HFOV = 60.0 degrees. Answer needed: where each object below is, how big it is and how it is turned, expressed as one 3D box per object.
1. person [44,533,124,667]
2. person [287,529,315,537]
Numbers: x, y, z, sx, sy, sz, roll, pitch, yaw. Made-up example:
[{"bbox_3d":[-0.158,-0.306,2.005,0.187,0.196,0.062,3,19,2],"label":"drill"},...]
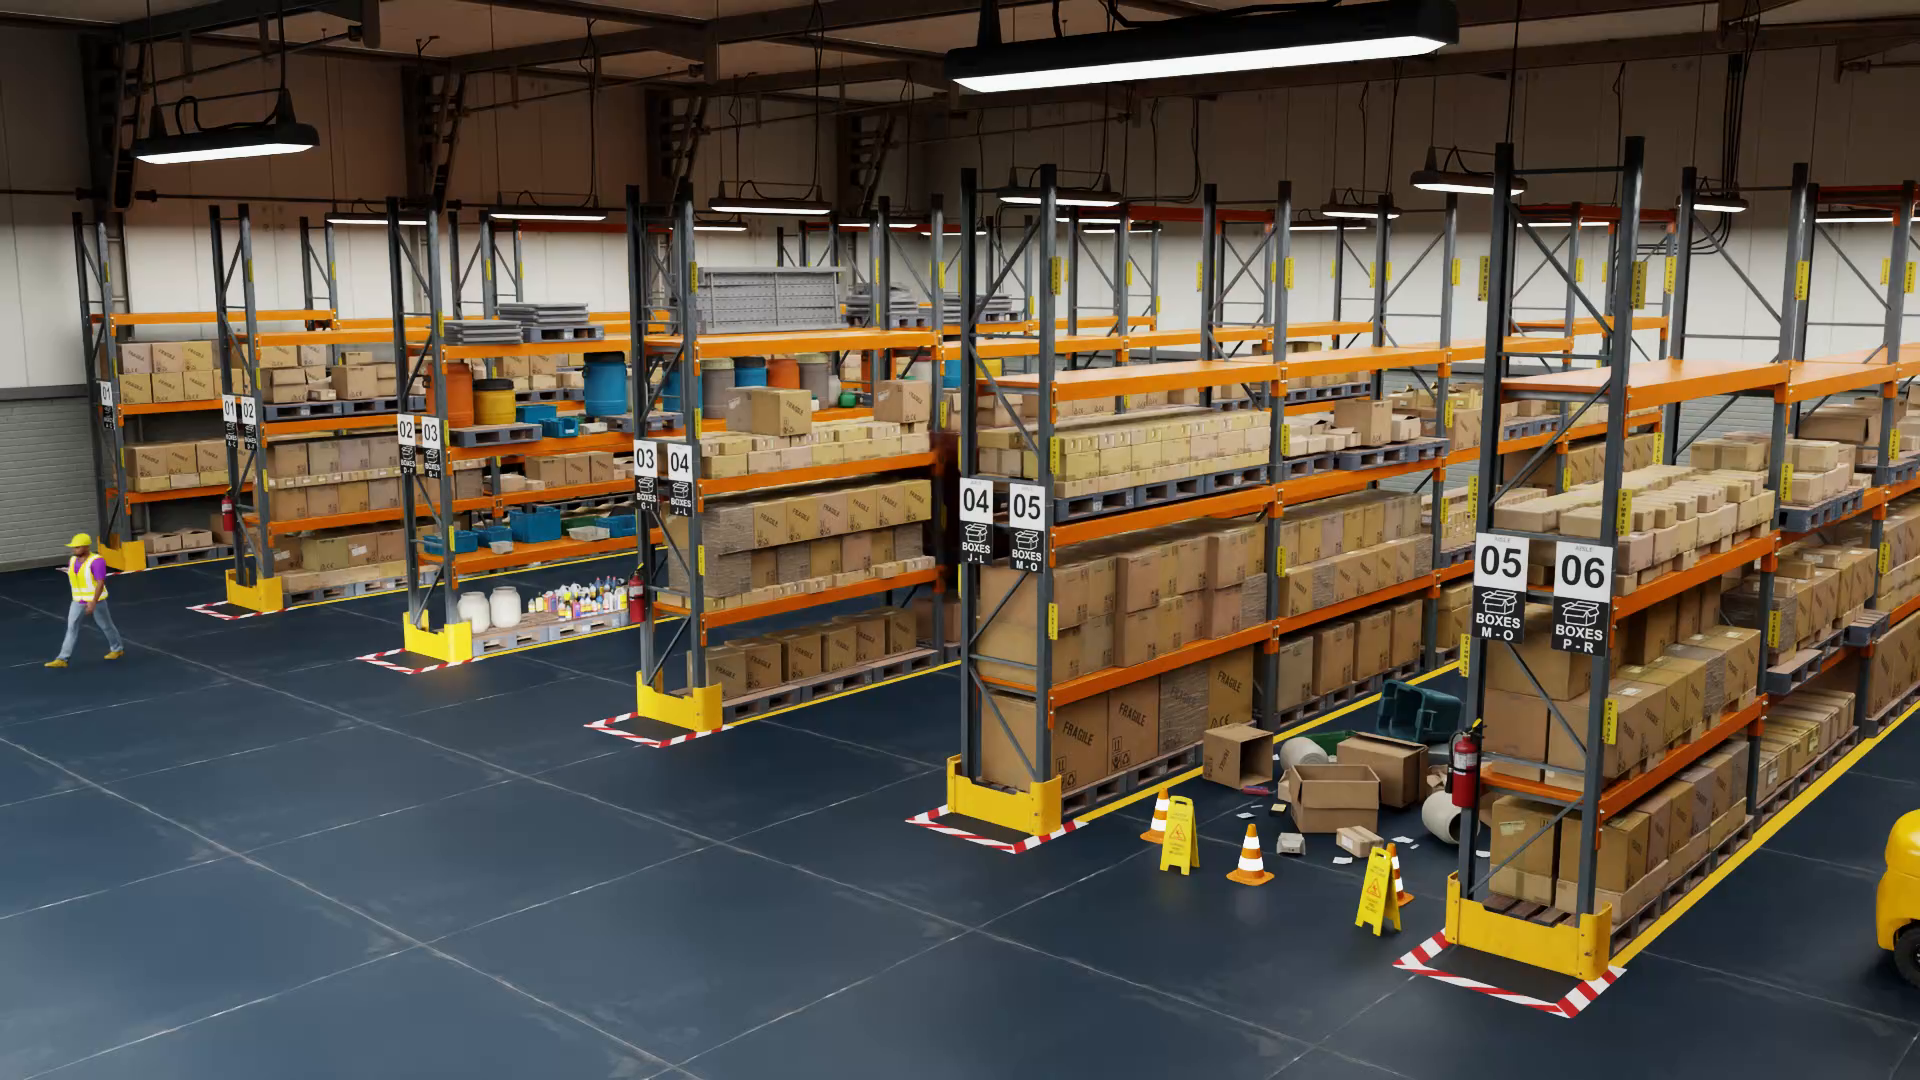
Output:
[{"bbox_3d":[-11.243,0.764,21.346,0.590,1.701,1.065,2,10,10],"label":"person"},{"bbox_3d":[-11.083,-0.243,27.877,0.505,1.655,0.721,2,10,14],"label":"person"}]
